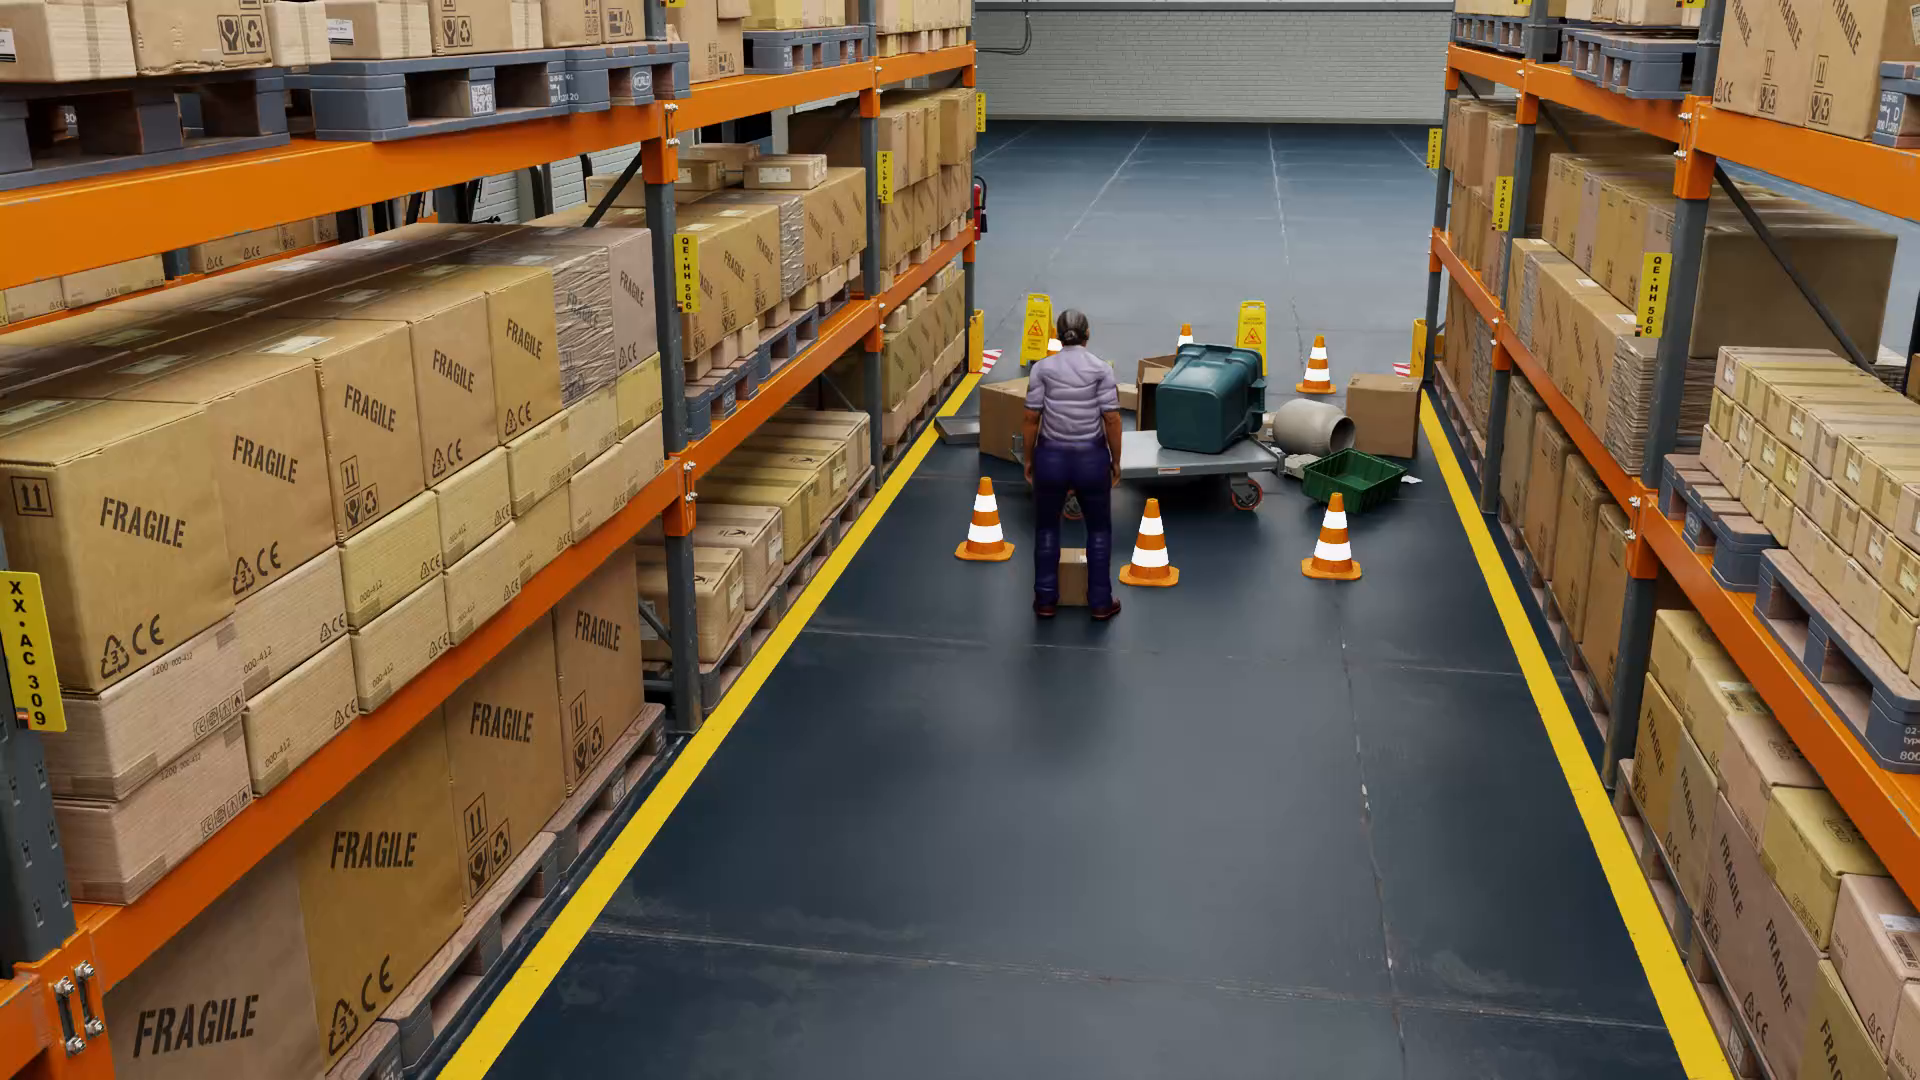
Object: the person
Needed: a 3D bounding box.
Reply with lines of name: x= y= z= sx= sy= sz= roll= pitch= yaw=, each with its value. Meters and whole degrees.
person: x=0.597 y=-0.389 z=8.763 sx=0.541 sy=1.652 sz=0.368 roll=3 pitch=18 yaw=9
